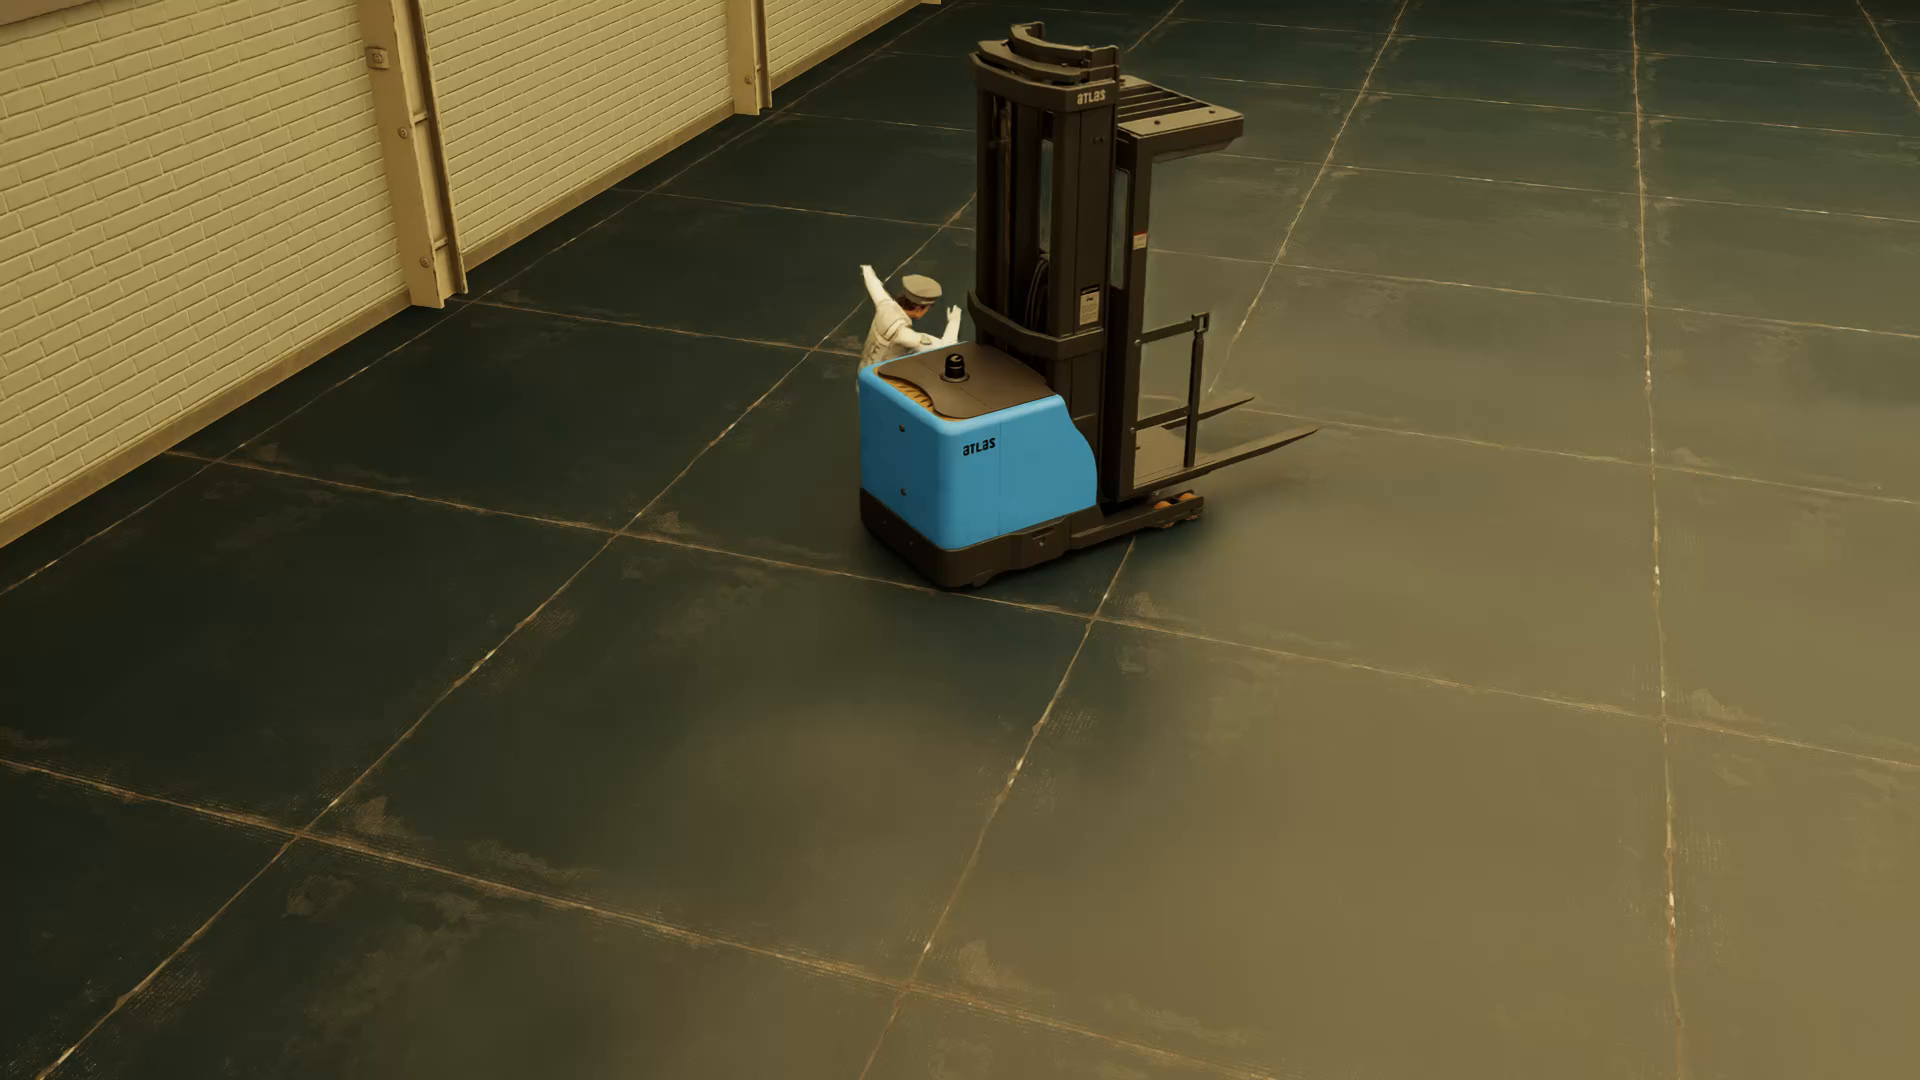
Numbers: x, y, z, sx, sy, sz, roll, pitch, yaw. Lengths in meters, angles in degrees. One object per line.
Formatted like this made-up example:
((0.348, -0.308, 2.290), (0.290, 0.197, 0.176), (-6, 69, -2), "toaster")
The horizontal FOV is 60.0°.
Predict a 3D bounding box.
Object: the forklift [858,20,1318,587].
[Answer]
((0.908, -1.545, 9.847), (3.031, 2.935, 1.130), (-18, 34, -28), "forklift")

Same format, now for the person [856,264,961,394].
((-0.335, -1.067, 10.628), (0.690, 1.369, 1.394), (-6, 30, -10), "person")
